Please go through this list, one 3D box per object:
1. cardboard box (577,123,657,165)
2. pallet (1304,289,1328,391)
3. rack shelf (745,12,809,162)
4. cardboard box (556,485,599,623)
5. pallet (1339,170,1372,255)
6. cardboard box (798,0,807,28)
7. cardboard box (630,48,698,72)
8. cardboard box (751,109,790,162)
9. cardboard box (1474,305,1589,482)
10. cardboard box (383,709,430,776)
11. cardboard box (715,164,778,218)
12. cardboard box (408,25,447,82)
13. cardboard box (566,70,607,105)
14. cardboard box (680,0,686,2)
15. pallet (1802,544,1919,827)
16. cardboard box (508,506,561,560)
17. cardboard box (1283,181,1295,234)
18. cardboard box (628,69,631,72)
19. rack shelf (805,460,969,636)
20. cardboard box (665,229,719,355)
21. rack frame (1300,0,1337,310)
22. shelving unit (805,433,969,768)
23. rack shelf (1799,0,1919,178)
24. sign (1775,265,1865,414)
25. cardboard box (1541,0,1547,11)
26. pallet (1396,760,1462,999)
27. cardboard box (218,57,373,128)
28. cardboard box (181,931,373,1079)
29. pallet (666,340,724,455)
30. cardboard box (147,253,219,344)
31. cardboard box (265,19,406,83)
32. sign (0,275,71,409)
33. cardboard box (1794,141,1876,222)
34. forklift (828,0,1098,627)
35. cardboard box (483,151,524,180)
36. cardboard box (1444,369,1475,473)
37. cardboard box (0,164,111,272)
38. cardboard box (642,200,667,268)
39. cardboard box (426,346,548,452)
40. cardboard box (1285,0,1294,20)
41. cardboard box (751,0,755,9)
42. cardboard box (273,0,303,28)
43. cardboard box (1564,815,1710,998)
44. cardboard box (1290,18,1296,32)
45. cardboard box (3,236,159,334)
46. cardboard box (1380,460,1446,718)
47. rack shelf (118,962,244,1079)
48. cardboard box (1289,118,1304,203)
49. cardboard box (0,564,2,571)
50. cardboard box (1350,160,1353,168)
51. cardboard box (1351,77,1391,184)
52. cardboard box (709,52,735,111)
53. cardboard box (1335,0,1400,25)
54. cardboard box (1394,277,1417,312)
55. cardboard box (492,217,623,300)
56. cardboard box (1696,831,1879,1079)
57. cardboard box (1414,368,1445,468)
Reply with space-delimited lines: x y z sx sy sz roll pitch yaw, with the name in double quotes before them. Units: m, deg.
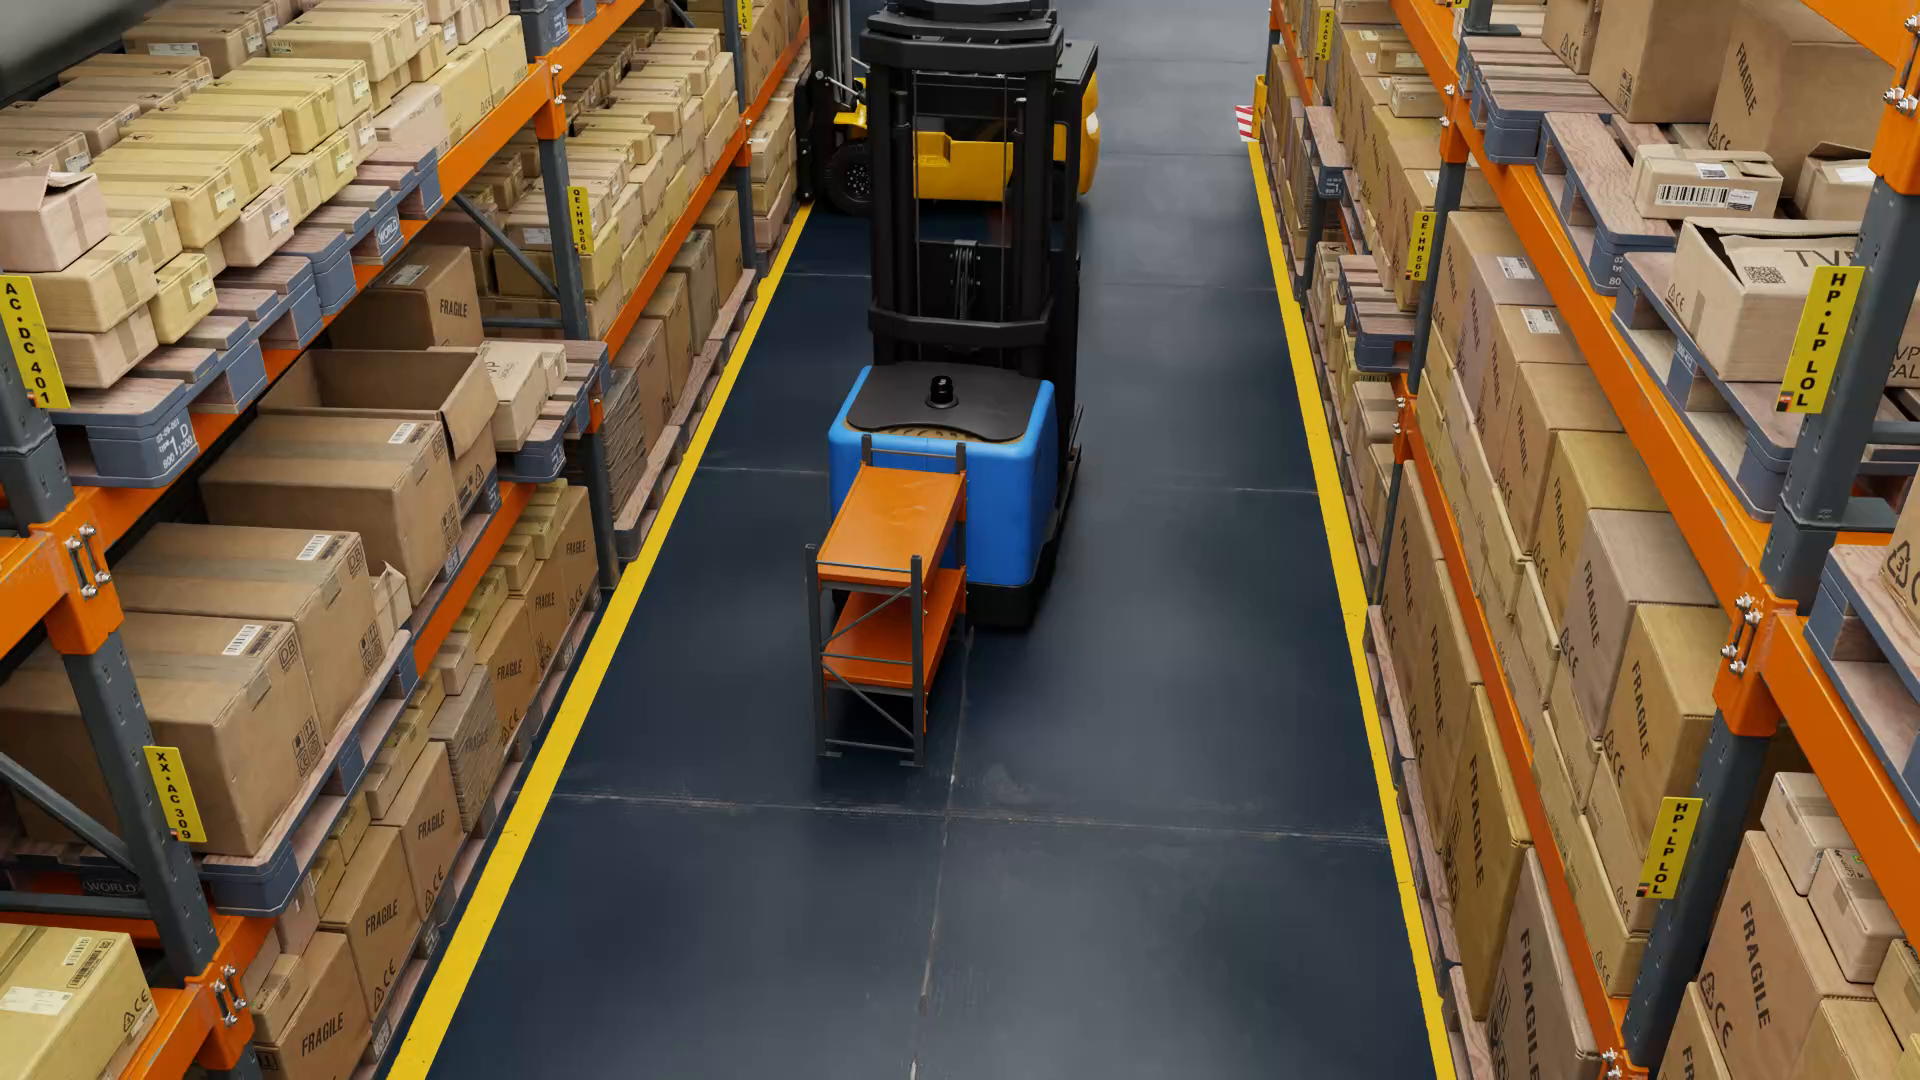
"cardboard box" -1.907 -2.207 9.258 0.380 0.149 0.250 3 32 5
"pallet" 2.890 -1.346 11.233 1.003 0.211 1.213 2 32 4
"rack shelf" -1.833 -3.890 13.388 1.077 0.370 4.000 2 32 4
"cardboard box" -2.142 0.057 8.281 0.500 0.500 0.500 3 32 5
"pallet" 2.746 -1.804 9.501 1.003 0.211 1.213 2 32 4
"cardboard box" -1.541 -4.477 13.560 0.500 0.500 0.500 2 32 3
"cardboard box" -1.878 -3.019 10.577 0.380 0.149 0.250 2 32 4
"cardboard box" -1.592 -3.091 12.673 0.500 0.250 0.500 3 32 4
"cardboard box" 2.254 -0.540 6.218 0.500 0.500 0.500 3 32 5
"cardboard box" -2.309 0.781 6.488 0.380 0.149 0.250 4 32 6
"cardboard box" -1.649 -2.611 12.372 0.500 0.250 0.500 2 32 4
"cardboard box" -2.175 -1.843 6.285 0.380 0.149 0.250 2 32 4
"cardboard box" -2.379 -2.762 10.159 0.380 0.149 0.250 2 32 4
"cardboard box" -1.761 -3.891 11.708 0.380 0.149 0.250 3 32 5
"pallet" 2.223 0.431 2.917 1.003 0.211 1.213 2 32 4
"cardboard box" -2.101 -0.036 7.814 0.380 0.149 0.250 1 32 1
"cardboard box" 2.765 -2.548 12.746 0.500 0.250 0.500 2 32 3
"cardboard box" -2.293 -3.045 10.998 0.500 0.250 0.500 2 32 3
"rack shelf" -0.315 0.016 7.595 0.538 0.278 1.000 6 32 9
"cardboard box" -2.098 -1.639 10.914 0.875 0.625 0.625 2 32 3
"rack frame" 2.952 -2.940 11.162 1.000 3.000 0.127 2 32 4
"shelving unit" -0.315 0.265 7.748 0.538 1.125 1.048 6 32 9
"rack shelf" 2.463 -1.880 4.791 1.077 0.370 4.000 2 32 4
"sign" 1.759 -0.406 3.398 0.100 0.325 0.005 2 32 4
"cardboard box" 2.842 -2.359 7.488 0.396 0.266 0.258 2 32 4
"pallet" 2.385 1.384 6.803 1.003 0.211 1.213 2 32 4
"cardboard box" -2.119 -1.430 5.313 0.380 0.149 0.250 3 32 4
"cardboard box" -2.384 1.675 5.655 0.500 0.500 0.500 4 32 6
"pallet" -2.114 -0.937 10.568 1.003 0.211 1.213 2 32 4
"cardboard box" -2.171 -0.631 4.300 0.380 0.149 0.250 3 32 5
"cardboard box" -2.160 -1.697 5.765 0.380 0.149 0.250 3 32 4
"sign" -2.106 -0.445 3.761 0.100 0.325 0.005 2 32 4
"cardboard box" 2.798 -1.096 5.038 0.396 0.266 0.258 5 32 8
"forklift" 0.115 -1.570 9.003 1.130 2.935 3.031 6 32 9
"cardboard box" -2.555 -1.962 8.861 0.380 0.149 0.250 2 32 3
"cardboard box" 2.295 -0.473 6.825 0.500 0.250 0.500 3 32 5
"cardboard box" -2.275 -0.804 3.902 0.396 0.266 0.258 2 32 4
"cardboard box" -1.961 -1.749 9.372 0.500 0.250 0.500 1 32 2
"cardboard box" -2.085 -0.608 7.120 0.500 0.250 0.500 1 32 2
"cardboard box" 2.883 -4.428 13.197 0.500 0.500 0.500 2 32 3
"cardboard box" -1.695 -3.897 12.001 0.380 0.149 0.250 2 32 4
"cardboard box" -2.670 -1.985 6.232 0.380 0.149 0.250 3 32 6
"cardboard box" 2.086 1.062 4.811 0.500 0.250 0.500 2 32 3
"cardboard box" 2.880 -4.221 13.479 0.380 0.149 0.250 3 32 5
"cardboard box" -2.186 -0.623 4.002 0.380 0.149 0.250 3 32 5
"cardboard box" 2.487 0.235 7.635 0.875 0.875 0.875 2 32 4
"rack shelf" -2.810 2.385 3.206 1.077 0.370 4.000 2 32 4
"cardboard box" 2.772 -2.854 12.529 0.500 0.500 0.500 3 32 5
"cardboard box" -2.382 0.064 3.668 0.380 0.149 0.250 2 32 4
"cardboard box" 2.553 -2.322 9.998 0.380 0.149 0.250 3 32 5
"cardboard box" 2.502 -2.266 9.289 0.500 0.500 0.500 1 32 2
"cardboard box" -1.781 -3.032 10.977 0.500 0.250 0.500 2 32 3
"cardboard box" 2.561 -3.333 10.403 0.380 0.149 0.250 2 32 4
"cardboard box" 2.368 -1.245 8.251 0.380 0.149 0.250 3 32 5
"cardboard box" -2.017 -1.428 8.375 0.500 0.250 0.500 2 32 4
"cardboard box" 2.020 1.013 3.698 0.500 0.500 0.500 3 32 4
"cardboard box" 2.335 -0.540 7.409 0.500 0.250 0.500 2 32 3
